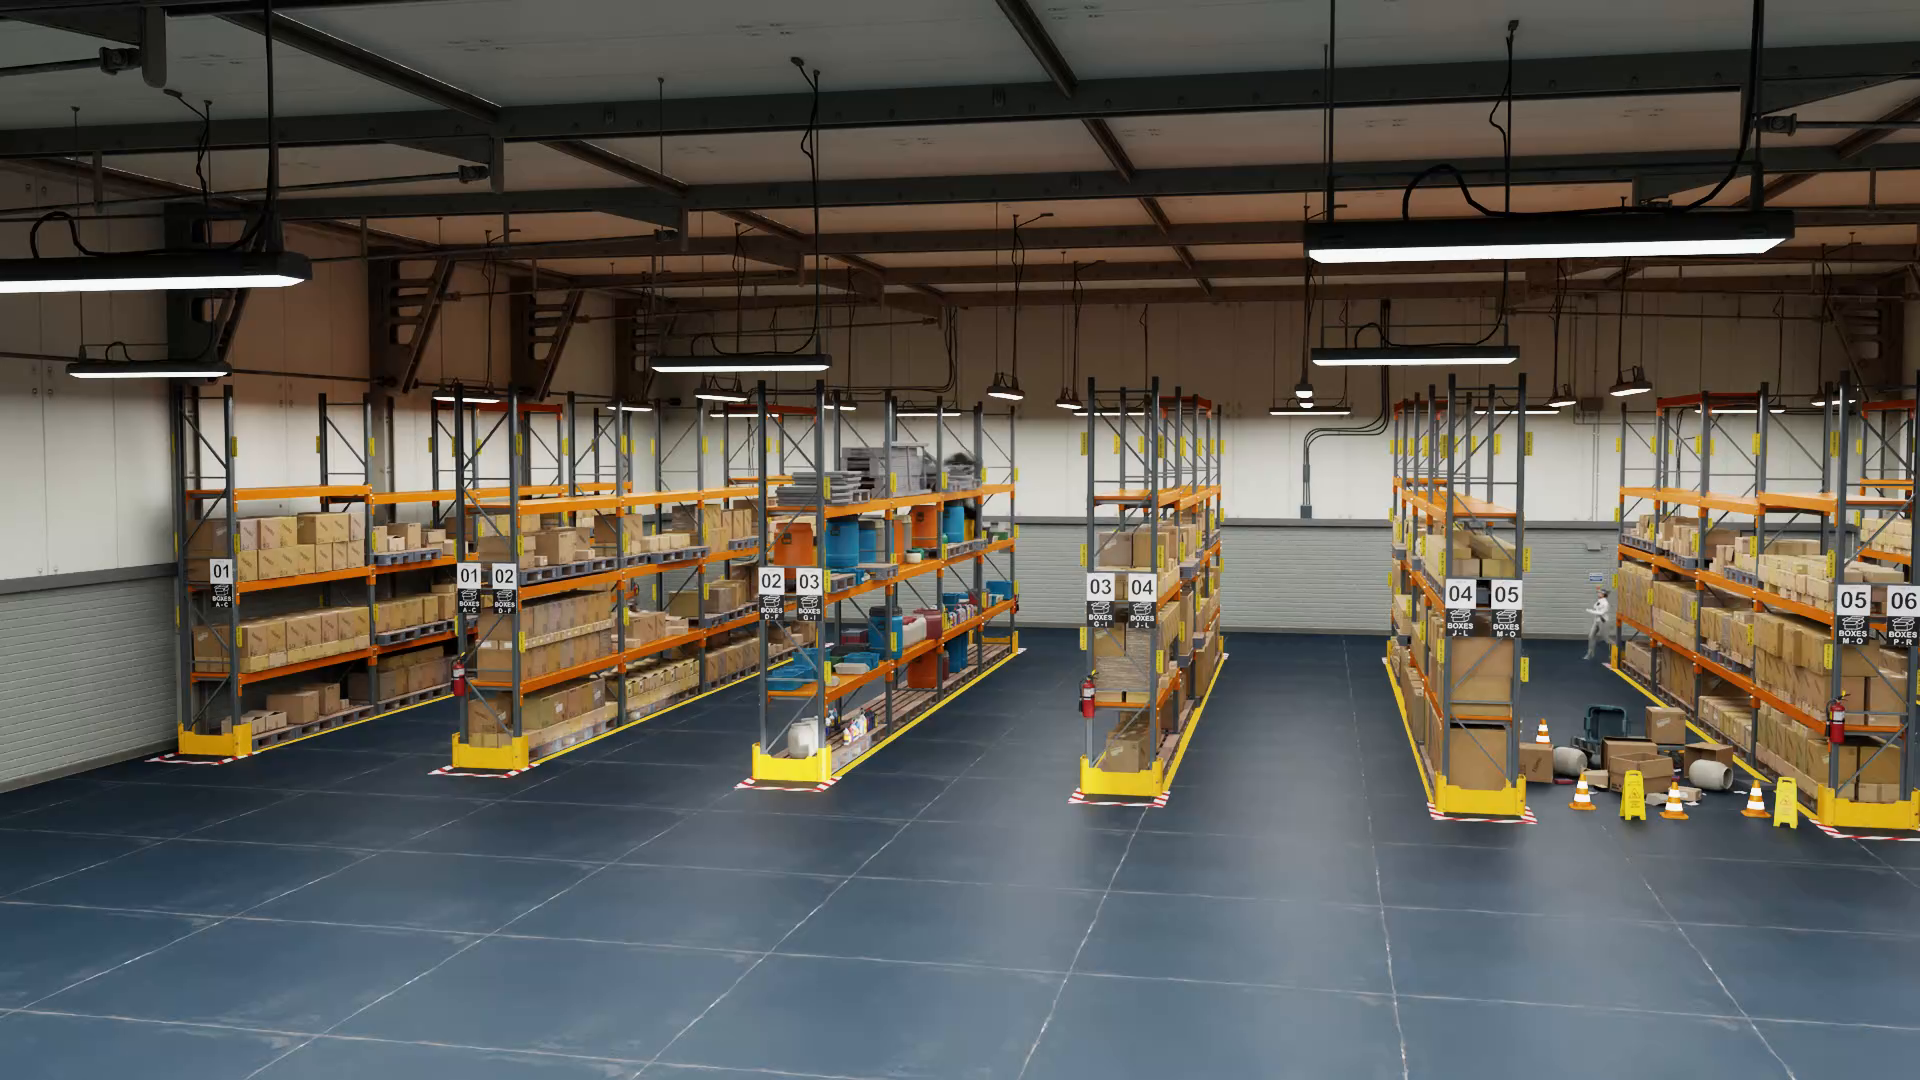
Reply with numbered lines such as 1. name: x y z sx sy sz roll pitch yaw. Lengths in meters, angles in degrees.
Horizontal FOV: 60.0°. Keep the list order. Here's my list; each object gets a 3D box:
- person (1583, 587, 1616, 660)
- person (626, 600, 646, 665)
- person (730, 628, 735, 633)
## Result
1. person: 15.036 1.967 38.926 0.826 1.736 0.595 0 3 3
2. person: -7.036 2.144 36.075 0.629 1.736 0.655 -1 3 -21
3. person: -6.071 1.742 43.613 0.863 1.674 0.651 2 4 31
